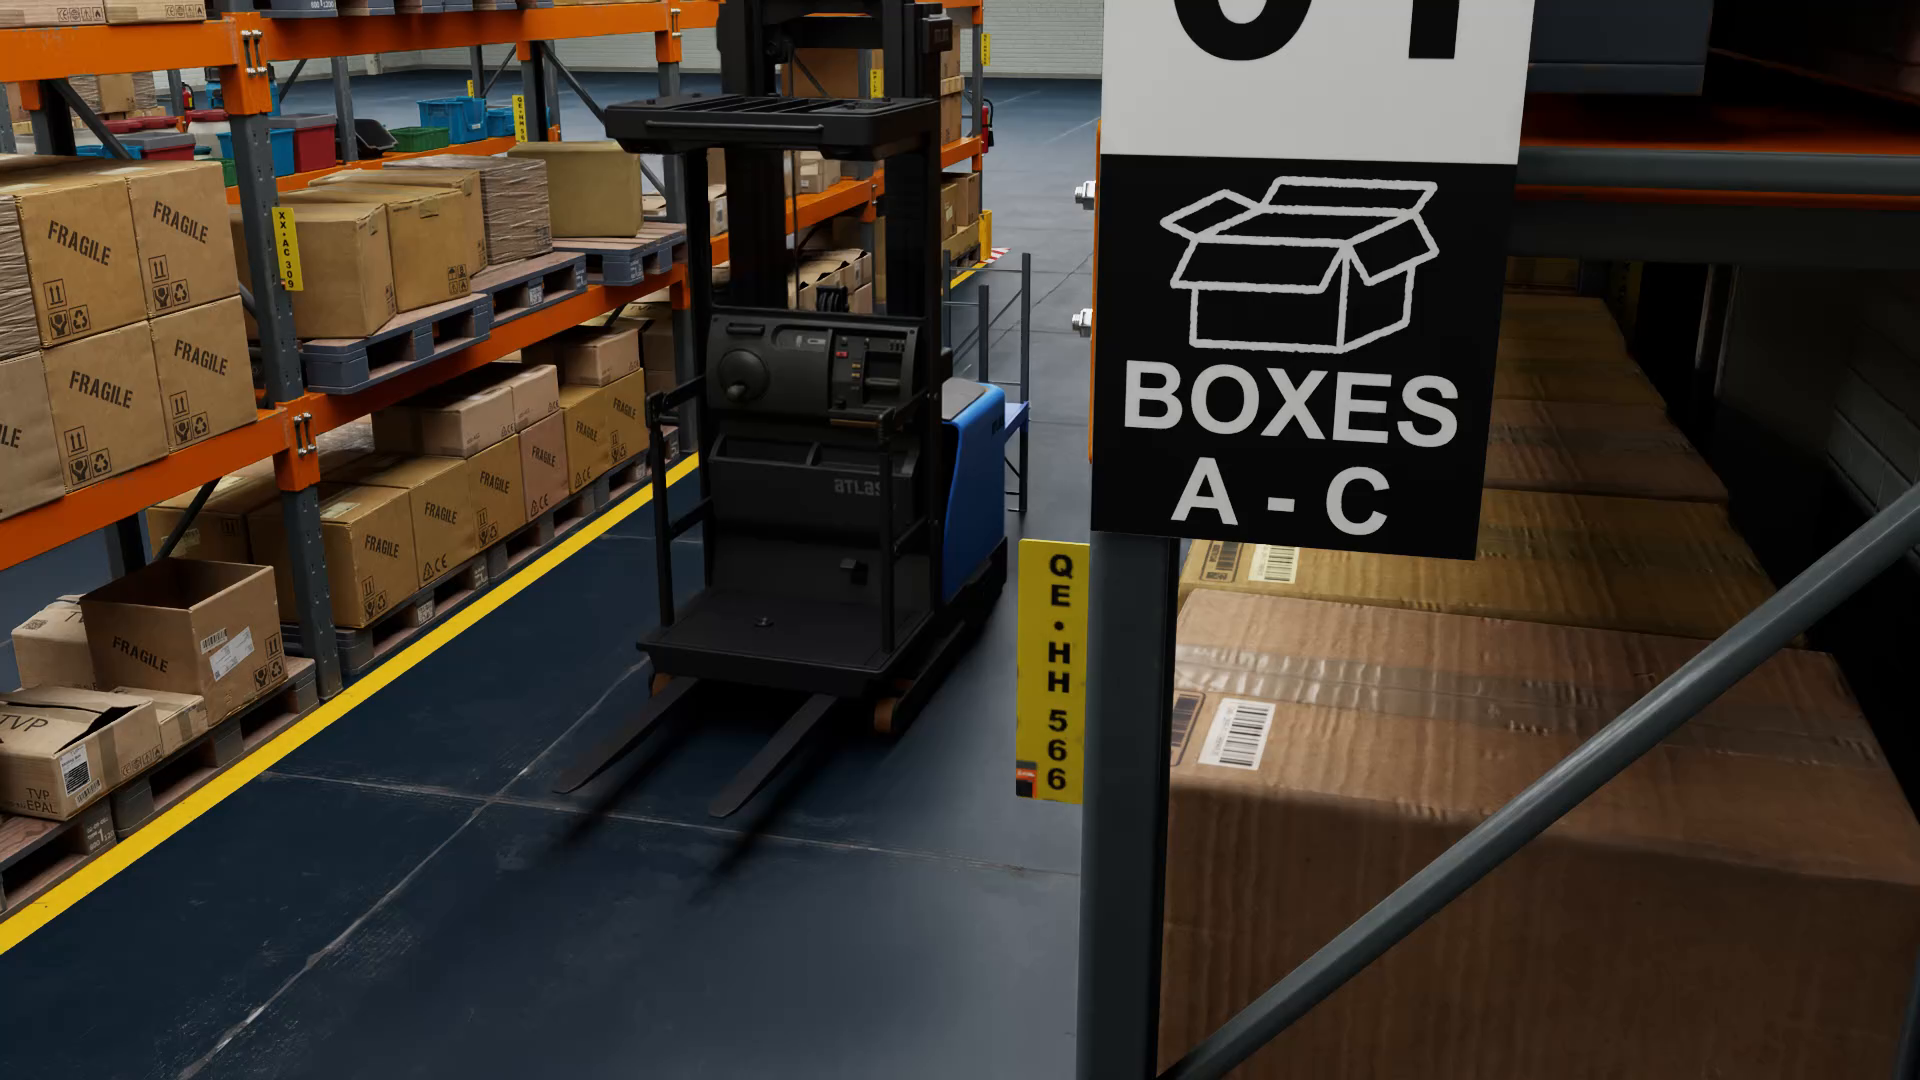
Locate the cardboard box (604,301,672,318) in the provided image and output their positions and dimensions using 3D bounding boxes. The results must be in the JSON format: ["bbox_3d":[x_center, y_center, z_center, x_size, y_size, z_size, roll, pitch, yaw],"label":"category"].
[{"bbox_3d":[-2.202,-1.543,11.802,0.500,0.311,0.500,4,19,13],"label":"cardboard box"}]

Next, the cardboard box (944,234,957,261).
[{"bbox_3d":[-0.332,-2.932,16.737,0.500,0.250,0.500,5,19,13],"label":"cardboard box"}]

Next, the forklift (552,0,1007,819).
[{"bbox_3d":[-0.686,-0.723,6.770,1.130,2.935,3.031,6,20,16],"label":"forklift"}]

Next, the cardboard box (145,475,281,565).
[{"bbox_3d":[-3.346,0.018,7.682,0.500,0.500,0.500,5,19,13],"label":"cardboard box"}]

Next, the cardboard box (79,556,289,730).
[{"bbox_3d":[-3.053,0.396,6.574,0.500,0.500,0.500,5,19,13],"label":"cardboard box"}]

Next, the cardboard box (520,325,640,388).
[{"bbox_3d":[-2.222,-1.084,9.747,0.500,0.250,0.500,5,20,15],"label":"cardboard box"}]

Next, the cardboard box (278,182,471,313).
[{"bbox_3d":[-2.749,-1.377,7.774,0.700,0.500,0.500,8,20,22],"label":"cardboard box"}]

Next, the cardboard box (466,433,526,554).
[{"bbox_3d":[-2.585,-0.261,8.499,0.500,0.500,0.500,5,19,14],"label":"cardboard box"}]

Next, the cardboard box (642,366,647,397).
[{"bbox_3d":[-2.319,-1.115,11.416,0.500,0.250,0.500,5,20,15],"label":"cardboard box"}]

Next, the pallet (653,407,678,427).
[{"bbox_3d":[-1.972,-0.969,11.697,1.003,0.211,1.213,5,19,13],"label":"pallet"}]

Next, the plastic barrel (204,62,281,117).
[{"bbox_3d":[-6.425,-3.820,14.954,0.600,0.901,0.708,5,19,13],"label":"plastic barrel"}]

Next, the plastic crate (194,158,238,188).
[{"bbox_3d":[-6.188,-3.011,13.690,0.450,0.188,0.662,5,19,13],"label":"plastic crate"}]

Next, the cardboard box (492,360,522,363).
[{"bbox_3d":[-2.722,-0.774,10.000,0.500,0.500,0.500,4,19,11],"label":"cardboard box"}]

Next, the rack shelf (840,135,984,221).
[{"bbox_3d":[-0.745,-3.574,16.122,1.077,0.370,4.000,5,19,13],"label":"rack shelf"}]

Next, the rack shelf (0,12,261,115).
[{"bbox_3d":[-3.677,-1.232,4.626,1.077,0.370,4.000,5,19,13],"label":"rack shelf"}]

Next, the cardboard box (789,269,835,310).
[{"bbox_3d":[-1.300,-1.981,13.082,0.500,0.311,0.500,5,19,13],"label":"cardboard box"}]

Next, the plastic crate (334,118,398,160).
[{"bbox_3d":[-5.785,-3.804,15.780,0.767,0.338,0.504,5,19,13],"label":"plastic crate"}]

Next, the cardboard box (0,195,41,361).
[{"bbox_3d":[-3.307,-0.802,5.195,0.500,0.500,0.500,5,19,14],"label":"cardboard box"}]

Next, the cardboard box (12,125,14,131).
[{"bbox_3d":[-10.234,-4.307,17.547,0.380,0.149,0.250,5,19,13],"label":"cardboard box"}]

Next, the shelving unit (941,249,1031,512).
[{"bbox_3d":[0.021,-0.736,9.023,0.538,1.500,1.048,5,19,13],"label":"shelving unit"}]

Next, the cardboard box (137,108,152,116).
[{"bbox_3d":[-9.793,-5.022,19.637,0.380,0.149,0.250,5,19,13],"label":"cardboard box"}]

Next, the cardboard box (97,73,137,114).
[{"bbox_3d":[-10.029,-5.176,19.086,0.875,0.500,0.500,5,19,13],"label":"cardboard box"}]

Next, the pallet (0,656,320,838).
[{"bbox_3d":[-3.357,0.755,6.650,1.003,0.211,1.213,5,19,13],"label":"pallet"}]

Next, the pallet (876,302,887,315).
[{"bbox_3d":[-0.999,-2.214,15.341,1.003,0.211,1.213,5,19,13],"label":"pallet"}]

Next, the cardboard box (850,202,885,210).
[{"bbox_3d":[-0.703,-2.817,15.240,0.500,0.500,0.500,5,19,13],"label":"cardboard box"}]

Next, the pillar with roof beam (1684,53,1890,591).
[{"bbox_3d":[-1.891,-3.281,4.871,9.100,9.000,0.400,5,19,13],"label":"pillar with roof beam"}]

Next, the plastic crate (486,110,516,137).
[{"bbox_3d":[-5.055,-4.479,17.891,0.499,0.251,0.408,5,19,13],"label":"plastic crate"}]

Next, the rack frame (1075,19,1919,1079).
[{"bbox_3d":[0.635,0.864,2.018,0.949,2.616,0.053,5,19,13],"label":"rack frame"}]

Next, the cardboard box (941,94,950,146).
[{"bbox_3d":[-0.507,-4.278,16.917,0.700,0.500,0.500,5,20,15],"label":"cardboard box"}]

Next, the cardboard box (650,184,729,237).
[{"bbox_3d":[-1.805,-2.256,11.290,0.500,0.311,0.500,4,19,13],"label":"cardboard box"}]

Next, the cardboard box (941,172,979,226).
[{"bbox_3d":[-0.099,-3.602,17.536,0.500,0.500,0.500,5,19,13],"label":"cardboard box"}]

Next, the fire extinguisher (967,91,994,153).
[{"bbox_3d":[0.223,-4.505,17.855,0.296,0.674,0.183,5,19,13],"label":"fire extinguisher"}]

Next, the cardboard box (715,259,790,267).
[{"bbox_3d":[-1.704,-2.184,13.677,0.500,0.311,0.500,4,19,13],"label":"cardboard box"}]

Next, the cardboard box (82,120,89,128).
[{"bbox_3d":[-10.021,-4.707,18.716,0.380,0.149,0.250,5,19,13],"label":"cardboard box"}]

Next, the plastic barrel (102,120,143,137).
[{"bbox_3d":[-6.768,-3.096,13.400,0.433,0.535,0.433,0,19,0],"label":"plastic barrel"}]

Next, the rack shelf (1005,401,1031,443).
[{"bbox_3d":[0.021,-0.566,9.082,0.538,0.185,1.000,5,19,13],"label":"rack shelf"}]

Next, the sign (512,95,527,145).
[{"bbox_3d":[-2.750,-2.624,10.438,0.100,0.325,0.005,5,19,13],"label":"sign"}]

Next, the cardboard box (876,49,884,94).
[{"bbox_3d":[-1.010,-4.246,14.817,0.700,0.500,0.500,5,19,13],"label":"cardboard box"}]

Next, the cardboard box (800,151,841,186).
[{"bbox_3d":[-1.312,-3.058,13.733,0.500,0.250,0.500,6,20,17],"label":"cardboard box"}]

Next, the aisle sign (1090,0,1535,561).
[{"bbox_3d":[0.330,-0.367,1.600,0.394,0.787,0.004,5,19,13],"label":"aisle sign"}]

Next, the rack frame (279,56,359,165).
[{"bbox_3d":[-6.036,-3.679,15.319,1.000,3.000,0.127,5,19,13],"label":"rack frame"}]

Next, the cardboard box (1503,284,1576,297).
[{"bbox_3d":[1.973,-0.711,5.984,0.500,0.500,0.500,4,19,12],"label":"cardboard box"}]

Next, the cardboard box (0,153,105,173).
[{"bbox_3d":[-3.577,-1.175,6.284,0.500,0.500,0.500,5,20,15],"label":"cardboard box"}]

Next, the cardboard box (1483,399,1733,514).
[{"bbox_3d":[1.116,0.094,3.807,0.980,0.700,0.700,4,19,11],"label":"cardboard box"}]

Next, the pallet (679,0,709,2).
[{"bbox_3d":[-2.132,-3.583,10.689,1.213,0.211,1.003,6,20,16],"label":"pallet"}]

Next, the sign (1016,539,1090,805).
[{"bbox_3d":[0.116,0.157,1.930,0.100,0.325,0.005,5,19,13],"label":"sign"}]

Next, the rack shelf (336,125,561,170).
[{"bbox_3d":[-5.548,-3.966,17.271,1.077,0.370,4.000,5,19,13],"label":"rack shelf"}]

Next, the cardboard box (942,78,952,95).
[{"bbox_3d":[-0.290,-4.598,16.850,0.380,0.149,0.250,4,19,13],"label":"cardboard box"}]
